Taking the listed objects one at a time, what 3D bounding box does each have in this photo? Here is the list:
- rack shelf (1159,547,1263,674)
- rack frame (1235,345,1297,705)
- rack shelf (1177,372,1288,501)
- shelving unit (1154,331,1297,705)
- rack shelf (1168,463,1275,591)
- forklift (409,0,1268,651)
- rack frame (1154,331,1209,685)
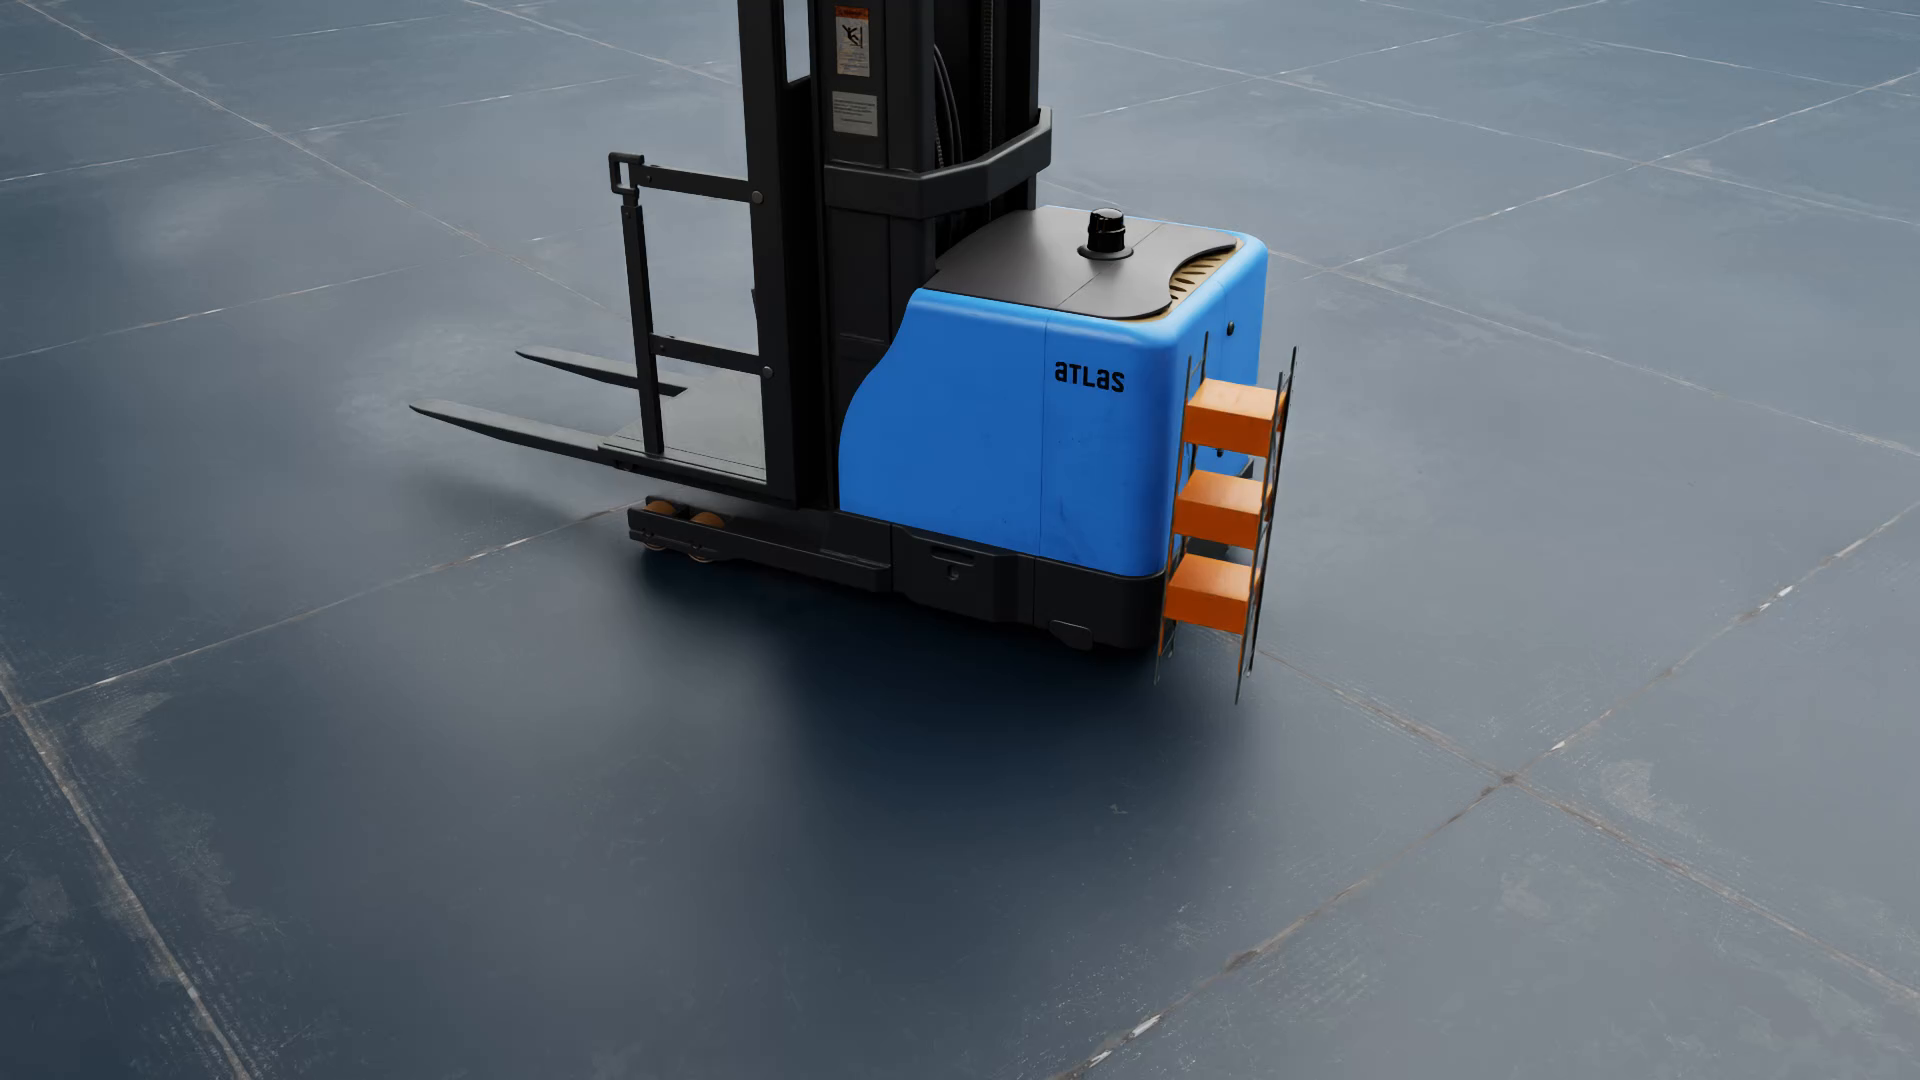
[{"bbox_3d":[0.735,0.204,4.857,0.240,0.259,0.215,12,30,18],"label":"rack shelf"},{"bbox_3d":[0.858,-0.024,4.681,0.008,1.050,0.200,12,30,18],"label":"rack frame"},{"bbox_3d":[0.753,-0.288,4.586,0.240,0.259,0.215,12,30,18],"label":"rack shelf"},{"bbox_3d":[0.744,-0.049,4.718,0.252,1.050,0.215,12,30,18],"label":"shelving unit"},{"bbox_3d":[0.744,-0.039,4.723,0.240,0.259,0.215,12,30,18],"label":"rack shelf"},{"bbox_3d":[-0.560,-1.423,5.304,3.031,2.935,1.130,13,31,23],"label":"forklift"},{"bbox_3d":[0.631,-0.073,4.755,0.008,1.050,0.200,12,30,18],"label":"rack frame"}]
